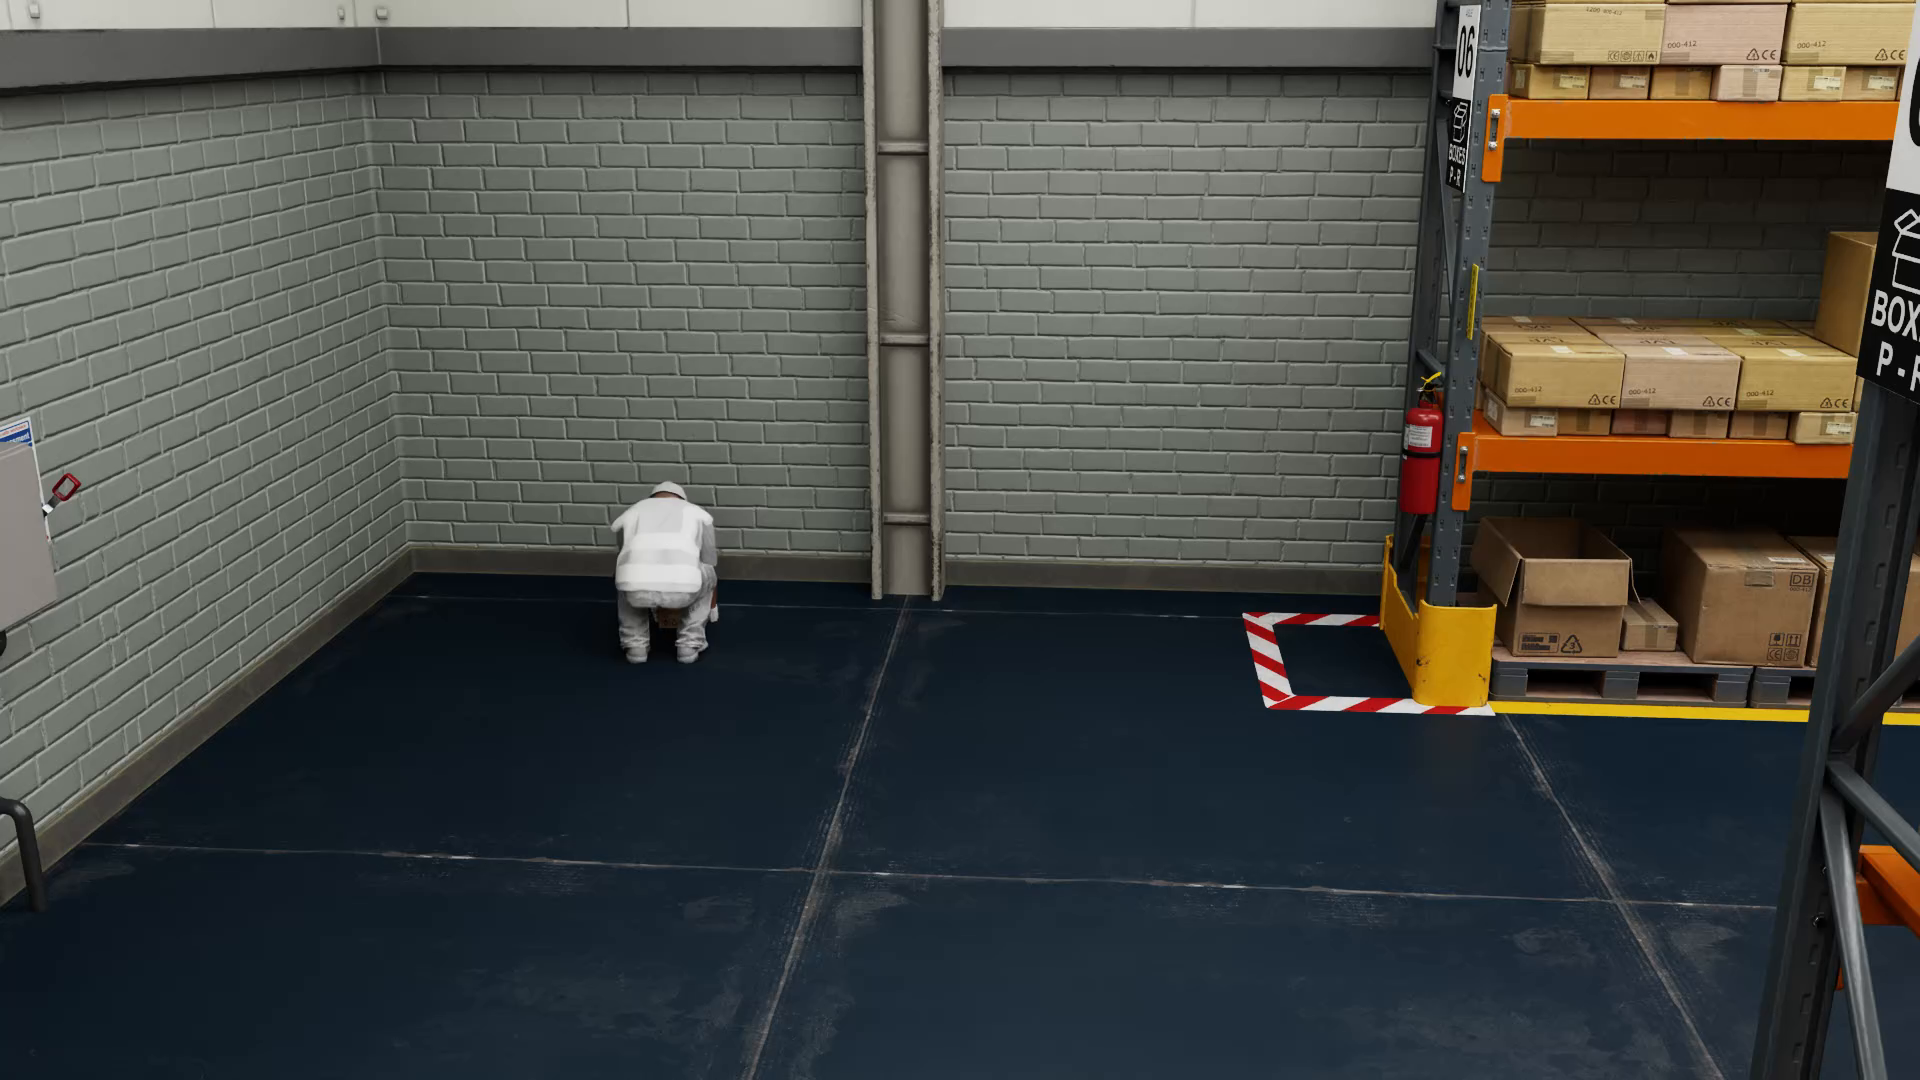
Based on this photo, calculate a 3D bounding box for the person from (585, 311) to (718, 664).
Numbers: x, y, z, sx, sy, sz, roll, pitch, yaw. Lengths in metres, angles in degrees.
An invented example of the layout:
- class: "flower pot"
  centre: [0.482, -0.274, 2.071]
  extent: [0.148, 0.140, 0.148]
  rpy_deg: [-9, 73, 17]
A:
- class: "person"
  centre: [-1.546, -0.249, 8.332]
  extent: [0.616, 1.772, 0.452]
  rpy_deg: [-1, 17, -2]
